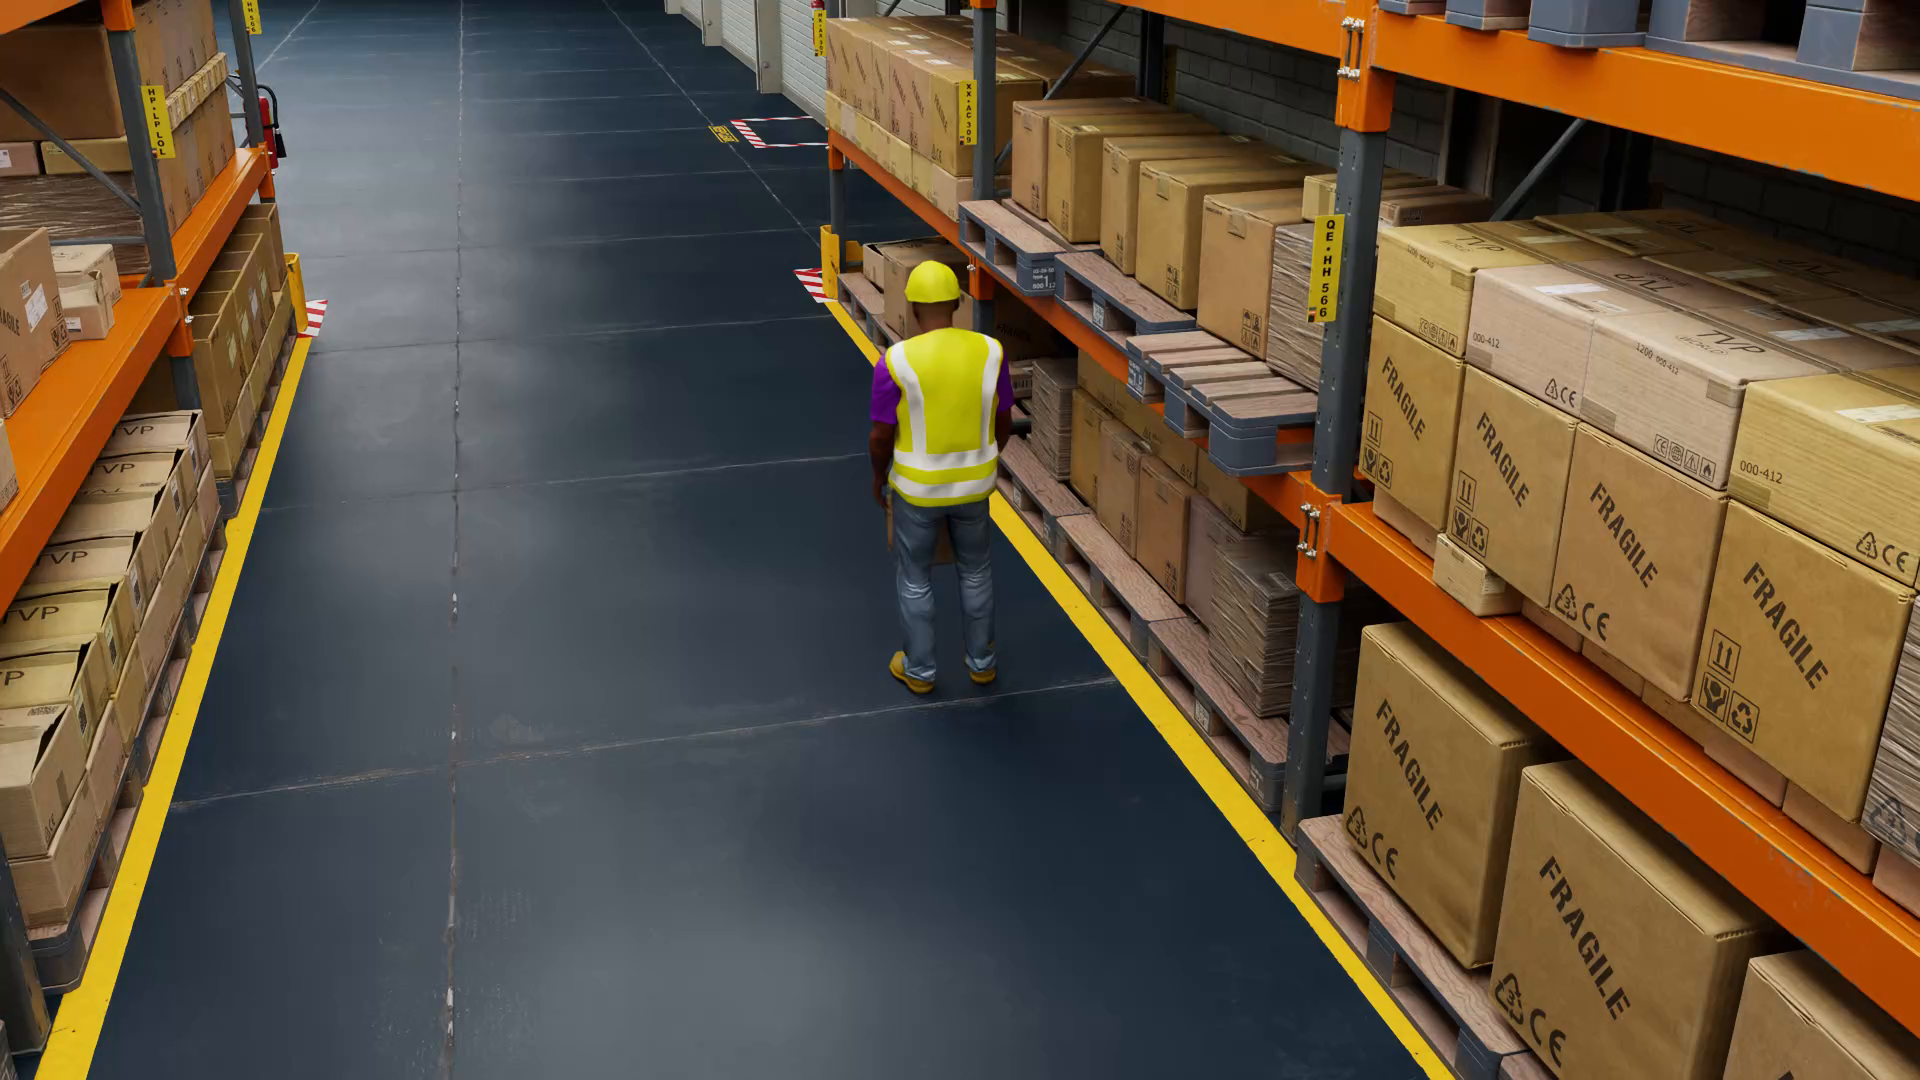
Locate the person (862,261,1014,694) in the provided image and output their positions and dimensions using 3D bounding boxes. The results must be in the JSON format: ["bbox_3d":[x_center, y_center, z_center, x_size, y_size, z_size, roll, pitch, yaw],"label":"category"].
[{"bbox_3d":[-0.094,-0.233,6.628,0.631,1.759,0.461,-8,24,-18],"label":"person"}]
